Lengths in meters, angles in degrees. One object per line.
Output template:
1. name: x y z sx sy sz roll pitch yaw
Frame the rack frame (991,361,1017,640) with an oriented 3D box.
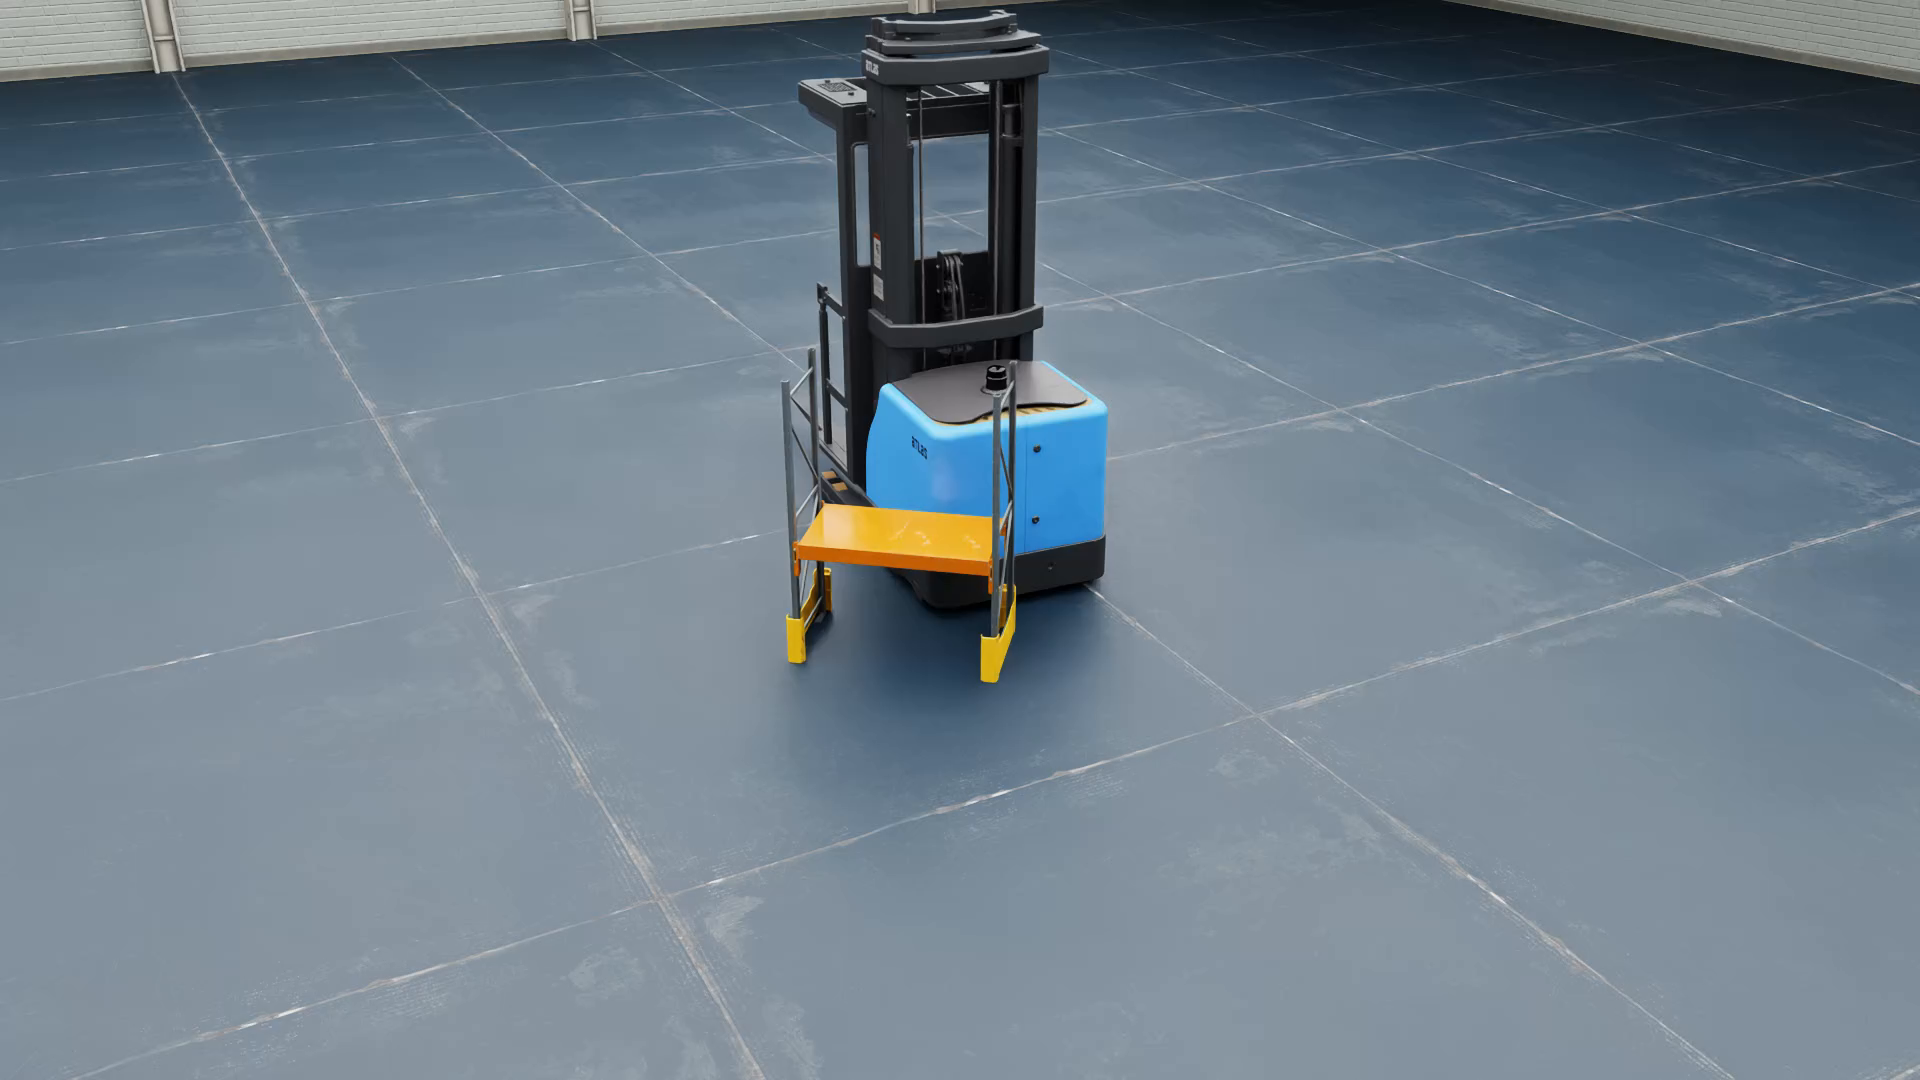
1. rack frame: 0.216 -0.091 8.206 0.032 1.500 0.500 5 26 10

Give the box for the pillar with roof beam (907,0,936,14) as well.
1. pillar with roof beam: 1.362 -11.544 23.397 0.400 9.000 9.100 -13 29 -25

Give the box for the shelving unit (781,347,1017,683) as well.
1. shelving unit: -0.292 -0.134 8.296 1.083 1.500 0.587 5 26 10

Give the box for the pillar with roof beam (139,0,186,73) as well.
1. pillar with roof beam: -9.227 -9.100 18.307 0.400 9.000 9.100 -13 29 -25

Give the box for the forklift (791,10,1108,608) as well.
1. forklift: -0.246 -1.570 9.633 1.130 2.935 3.031 -11 28 -21

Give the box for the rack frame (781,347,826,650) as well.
1. rack frame: -0.781 -0.176 8.383 0.032 1.500 0.500 5 26 10

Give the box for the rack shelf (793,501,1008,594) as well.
1. rack shelf: -0.283 0.029 8.373 1.000 0.185 0.538 5 26 10

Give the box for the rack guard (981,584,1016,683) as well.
1. rack guard: 0.197 0.471 8.480 0.087 0.250 0.587 5 26 10

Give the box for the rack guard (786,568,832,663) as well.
1. rack guard: -0.780 0.387 8.654 0.087 0.250 0.587 5 26 10

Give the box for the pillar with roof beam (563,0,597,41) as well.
1. pillar with roof beam: -3.933 -10.322 20.852 0.400 9.000 9.100 -13 29 -25
